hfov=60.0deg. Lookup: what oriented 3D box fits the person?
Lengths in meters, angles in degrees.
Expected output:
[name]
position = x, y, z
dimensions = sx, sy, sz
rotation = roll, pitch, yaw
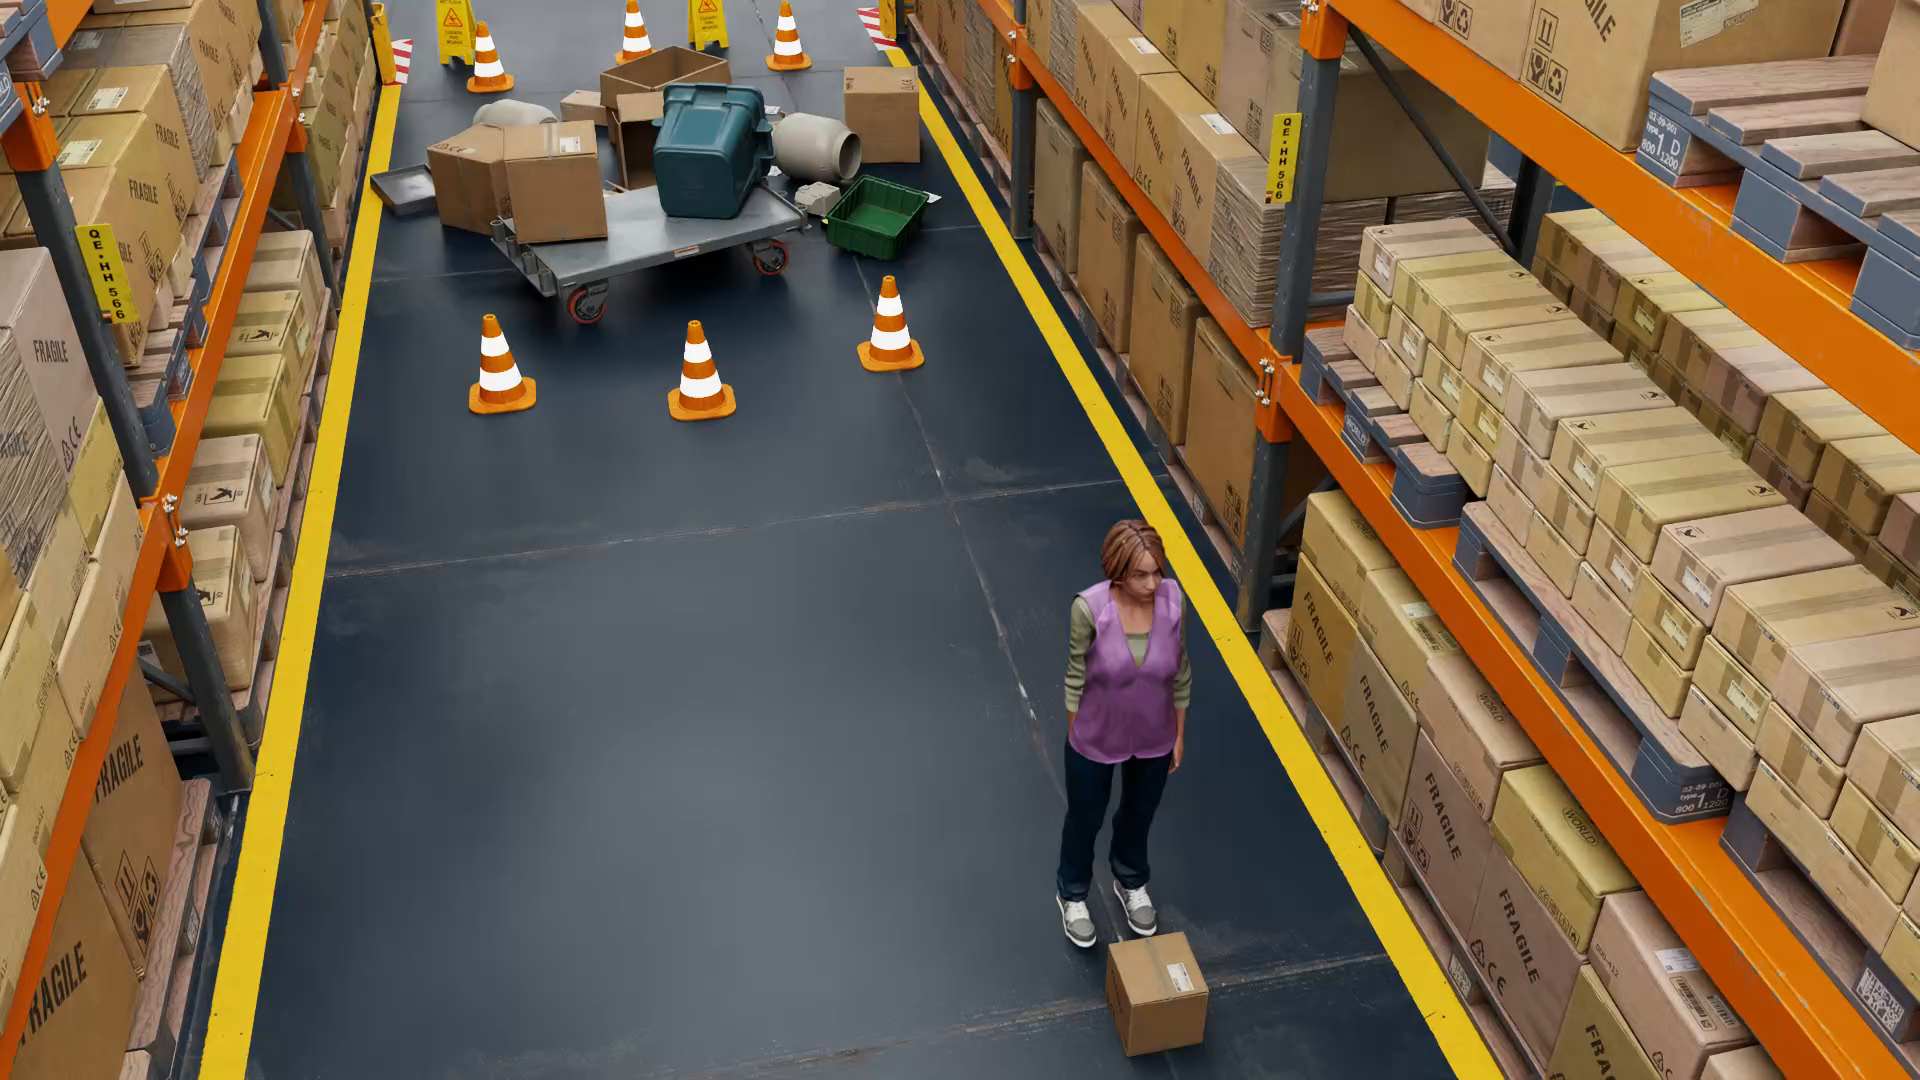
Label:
[person]
position = 0.523, 0.623, 5.257
dimensions = 0.404, 1.604, 0.303
rotation = -7, 35, -10
